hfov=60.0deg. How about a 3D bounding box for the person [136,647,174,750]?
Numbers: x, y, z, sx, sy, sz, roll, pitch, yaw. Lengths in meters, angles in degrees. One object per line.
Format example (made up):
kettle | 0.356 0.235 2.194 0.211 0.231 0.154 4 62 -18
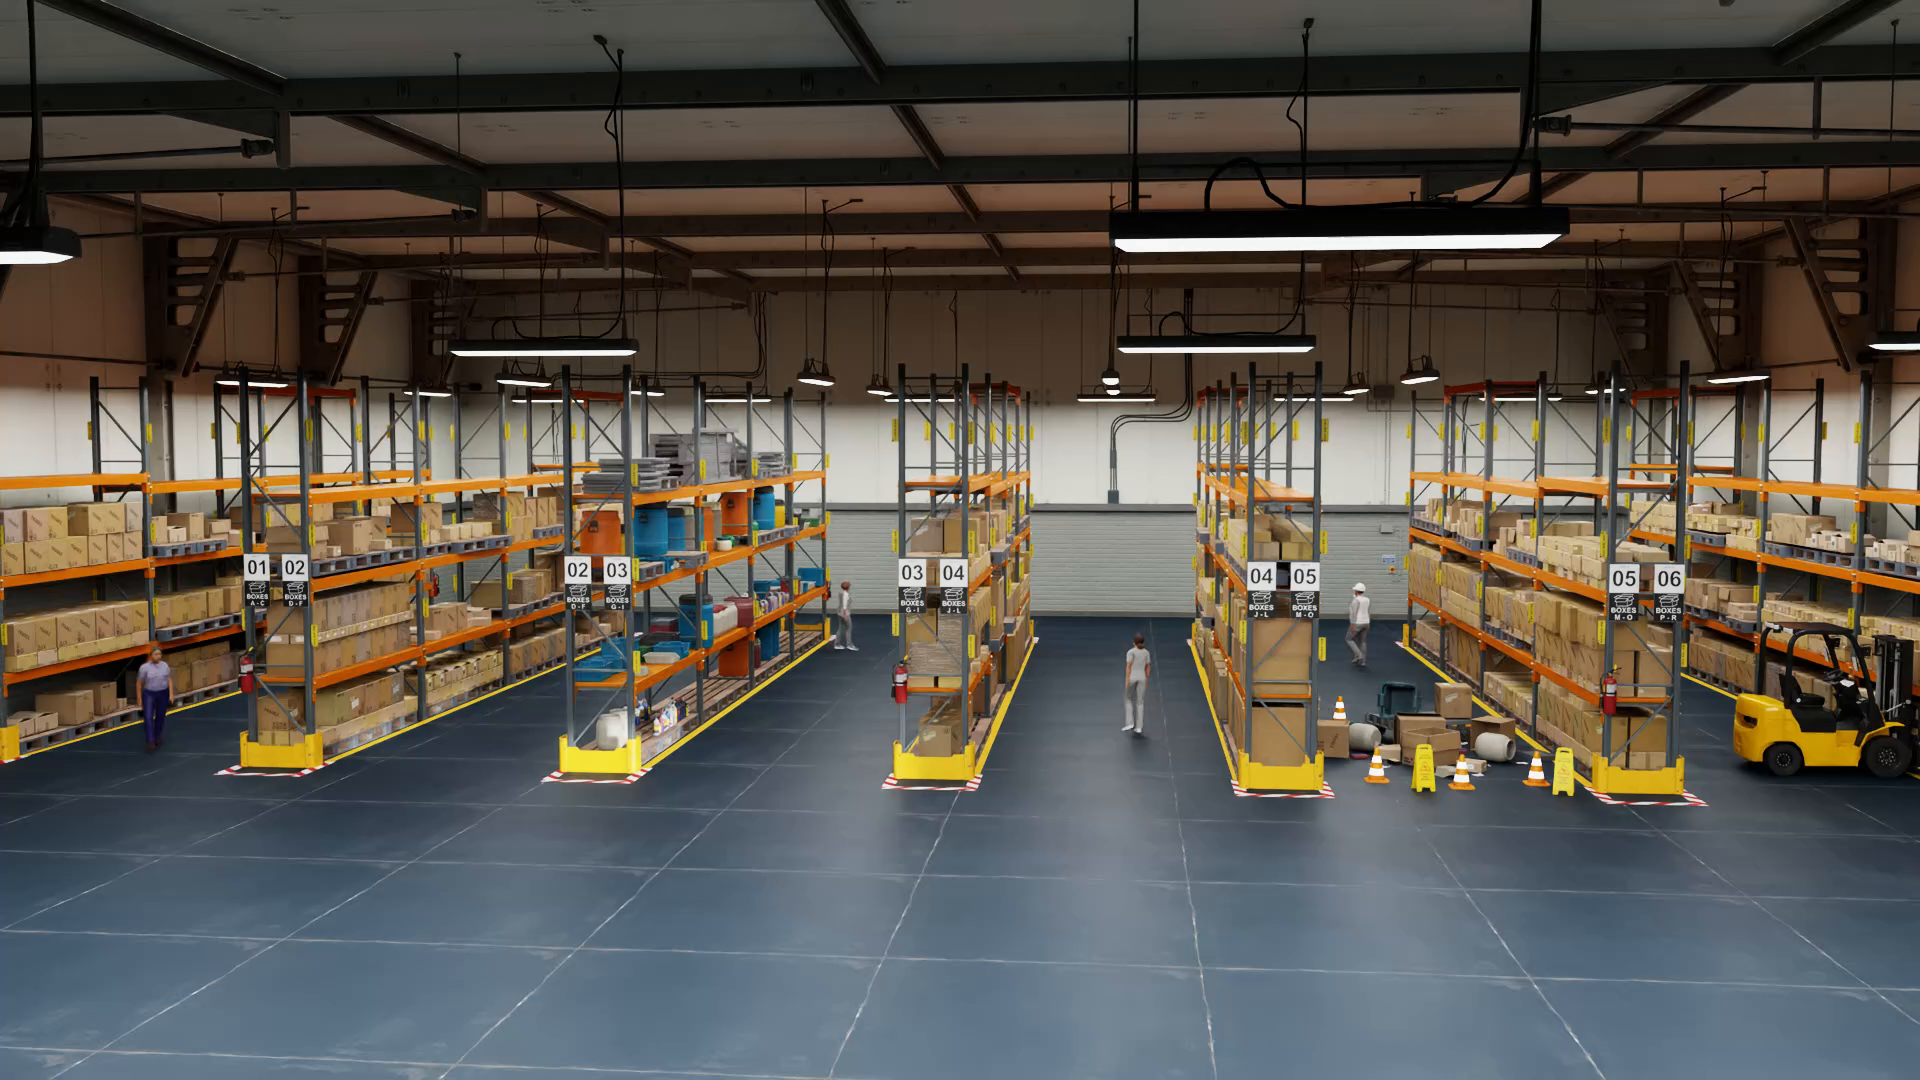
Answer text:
person | -12.757 2.489 26.369 0.528 1.592 0.980 -3 5 -41

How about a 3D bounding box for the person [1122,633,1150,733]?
person | 2.973 2.418 27.821 0.453 1.690 0.607 0 4 -5

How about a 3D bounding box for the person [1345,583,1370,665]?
person | 8.630 1.813 35.867 0.571 1.774 0.453 -3 4 -35

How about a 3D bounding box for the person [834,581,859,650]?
person | -2.649 1.750 38.434 0.562 1.617 0.458 -2 4 -23

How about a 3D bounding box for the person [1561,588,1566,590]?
person | 12.527 1.894 34.540 0.609 1.786 0.463 -1 4 -21
